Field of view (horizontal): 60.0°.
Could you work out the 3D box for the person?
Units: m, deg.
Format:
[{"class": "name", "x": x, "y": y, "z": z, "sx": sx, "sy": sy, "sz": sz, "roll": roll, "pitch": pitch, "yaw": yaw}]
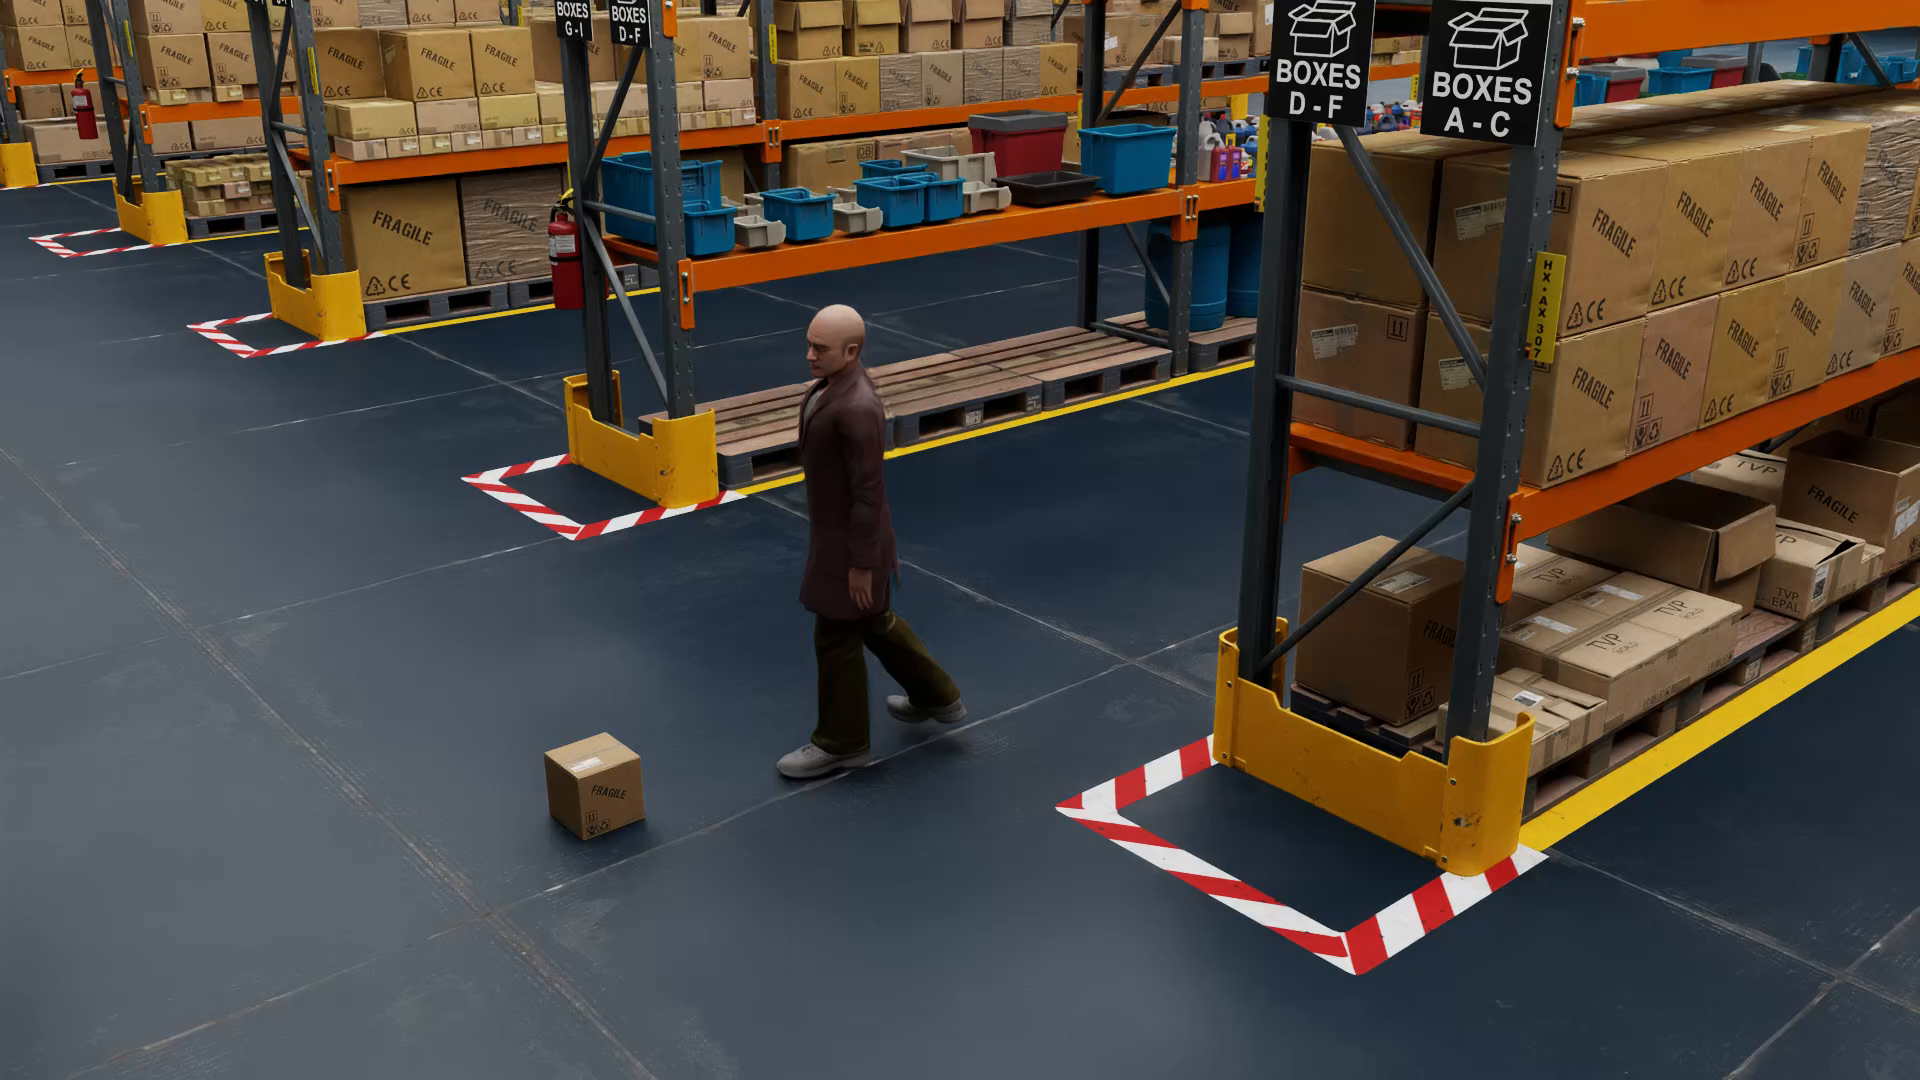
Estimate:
[{"class": "person", "x": -0.335, "y": -0.004, "z": 6.091, "sx": 0.748, "sy": 1.775, "sz": 0.612, "roll": -3, "pitch": 21, "yaw": -7}]
